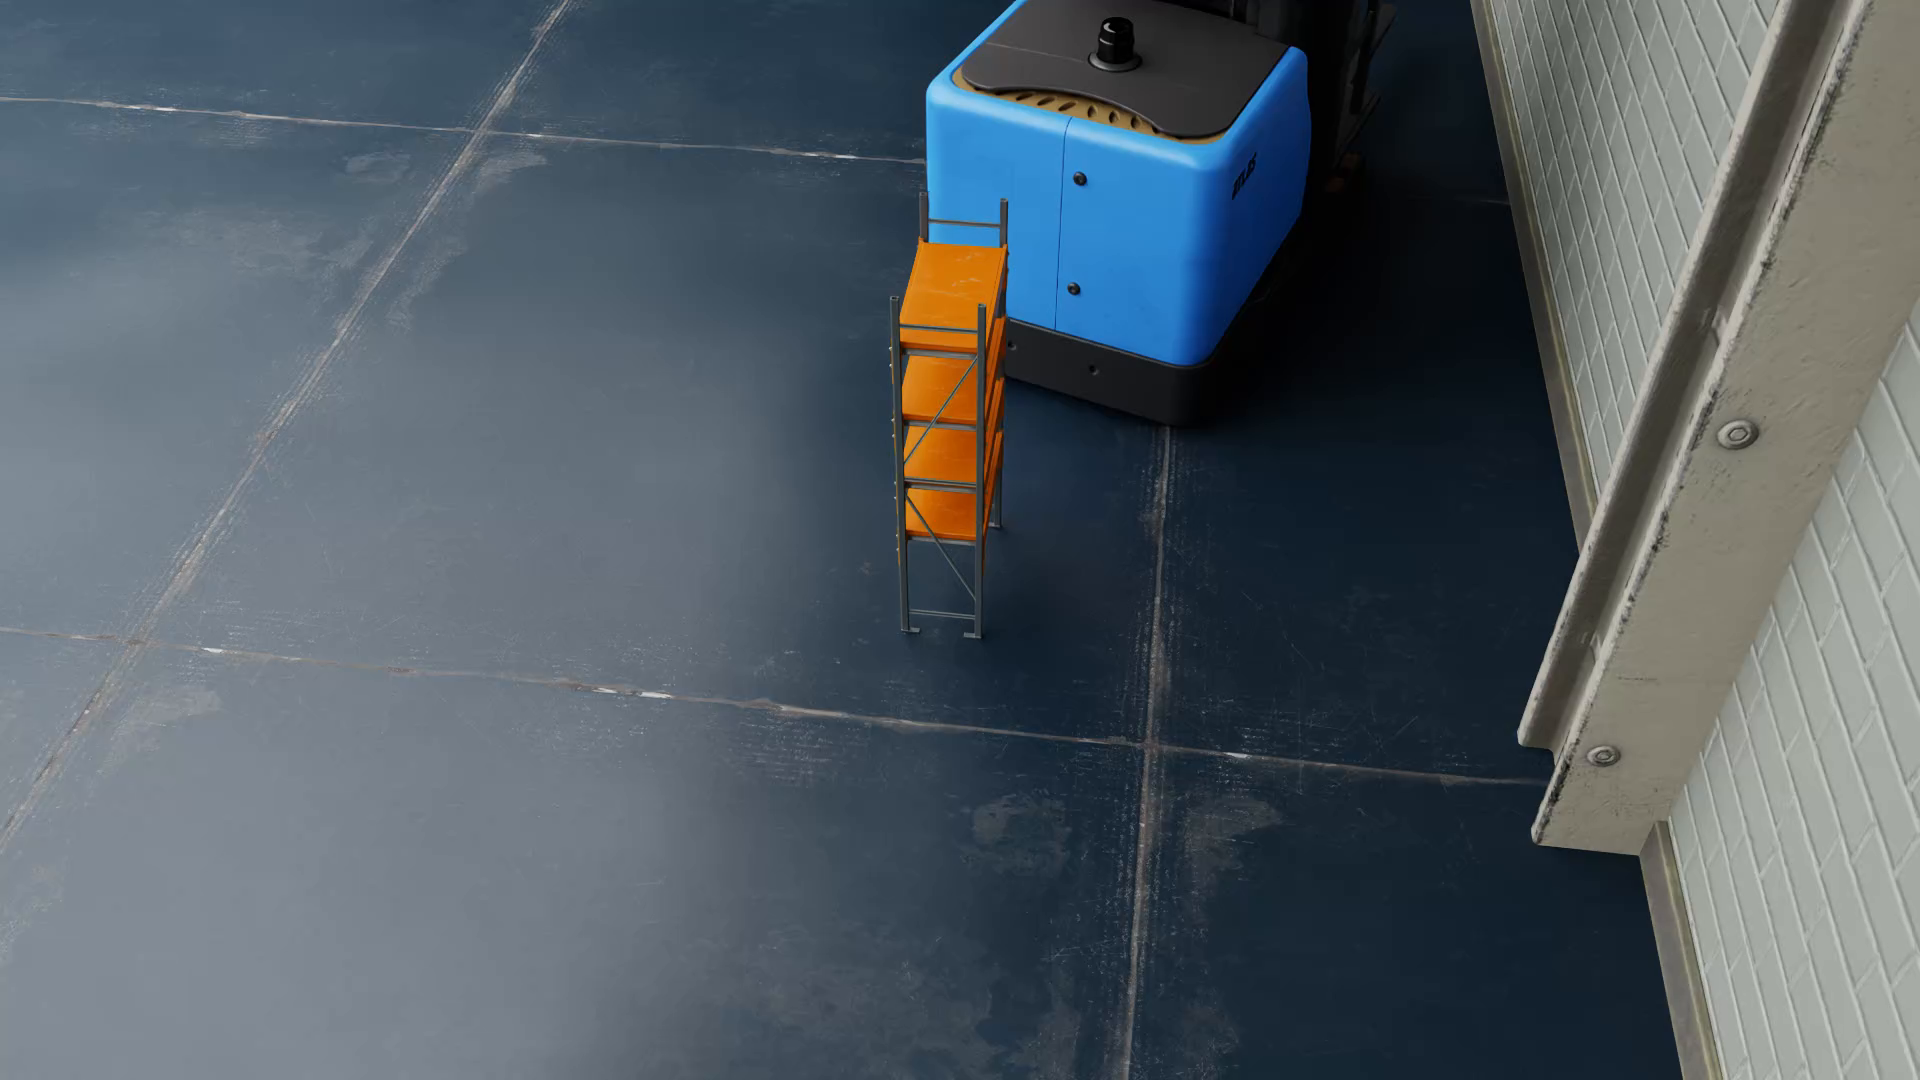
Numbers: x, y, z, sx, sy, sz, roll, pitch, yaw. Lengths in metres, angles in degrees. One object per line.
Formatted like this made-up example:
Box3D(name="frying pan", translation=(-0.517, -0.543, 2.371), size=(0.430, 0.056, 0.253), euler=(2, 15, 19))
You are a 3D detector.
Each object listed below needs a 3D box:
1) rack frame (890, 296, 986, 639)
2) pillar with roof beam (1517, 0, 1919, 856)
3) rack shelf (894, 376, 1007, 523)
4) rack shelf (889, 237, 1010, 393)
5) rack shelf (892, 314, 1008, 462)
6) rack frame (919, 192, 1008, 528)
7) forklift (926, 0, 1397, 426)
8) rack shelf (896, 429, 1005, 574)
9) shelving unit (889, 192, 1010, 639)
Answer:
Box3D(name="rack frame", translation=(-0.054, -0.157, 4.543), size=(0.240, 1.200, 0.015), euler=(5, 44, 6))
Box3D(name="pillar with roof beam", translation=(-2.570, -2.976, 1.848), size=(9.100, 9.000, 0.400), euler=(5, 44, 6))
Box3D(name="rack shelf", translation=(-0.022, -0.274, 4.765), size=(0.258, 0.148, 0.480), euler=(5, 44, 6))
Box3D(name="rack shelf", translation=(-0.022, -0.608, 4.448), size=(0.258, 0.148, 0.480), euler=(5, 44, 6))
Box3D(name="rack shelf", translation=(-0.022, -0.436, 4.611), size=(0.258, 0.148, 0.480), euler=(5, 44, 6))
Box3D(name="rack frame", translation=(0.010, -0.489, 4.894), size=(0.240, 1.200, 0.015), euler=(5, 44, 6))
Box3D(name="forklift", translation=(0.983, -2.461, 5.717), size=(1.130, 2.935, 3.031), euler=(19, 47, 19))
Box3D(name="rack shelf", translation=(-0.022, -0.130, 4.901), size=(0.258, 0.148, 0.480), euler=(5, 44, 6))
Box3D(name="shelving unit", translation=(-0.022, -0.323, 4.718), size=(0.258, 1.200, 0.503), euler=(5, 44, 6))
